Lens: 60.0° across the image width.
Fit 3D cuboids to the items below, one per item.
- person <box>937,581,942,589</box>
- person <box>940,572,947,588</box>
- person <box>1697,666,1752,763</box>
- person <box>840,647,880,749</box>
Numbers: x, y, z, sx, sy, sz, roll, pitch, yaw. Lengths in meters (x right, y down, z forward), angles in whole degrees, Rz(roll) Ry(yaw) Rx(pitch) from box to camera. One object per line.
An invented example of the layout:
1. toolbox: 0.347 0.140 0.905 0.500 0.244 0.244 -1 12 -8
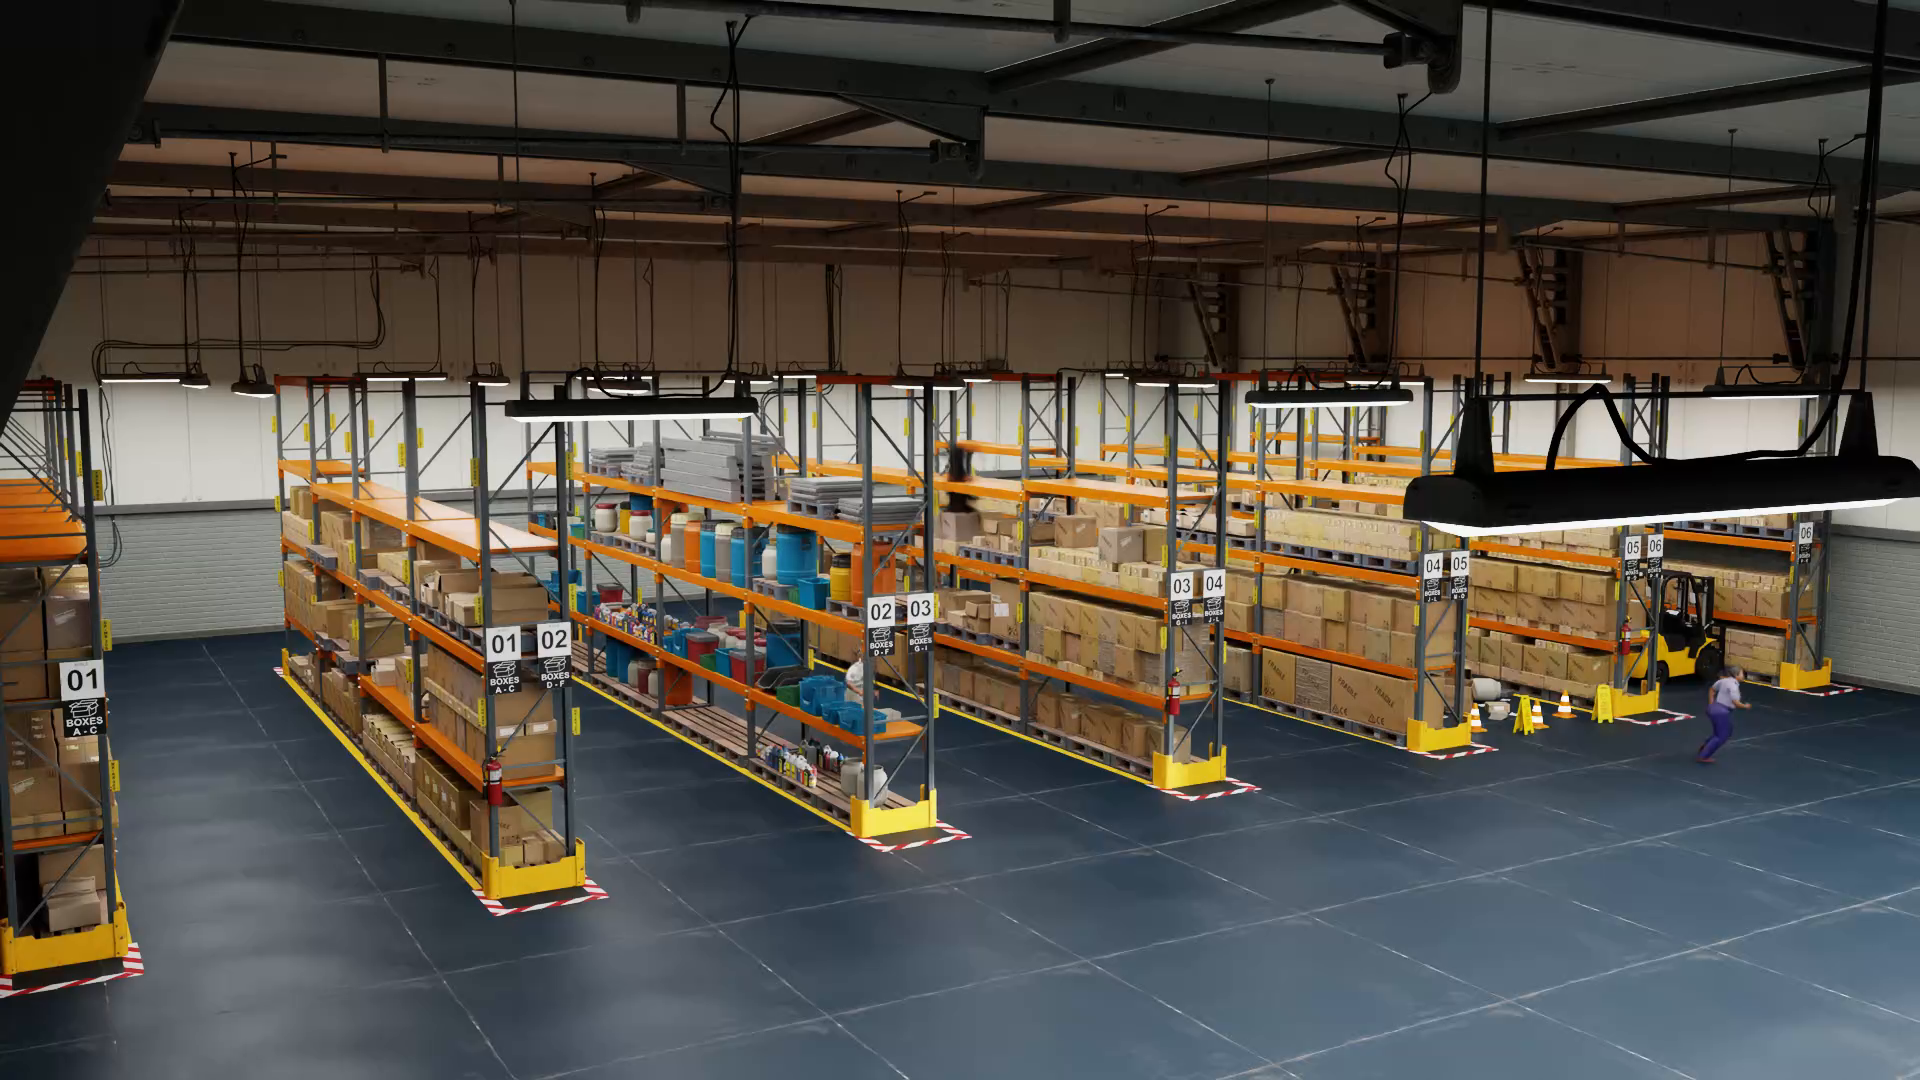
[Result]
1. person: -0.518 1.659 35.541 0.537 1.606 0.733 -3 7 -28
2. person: -0.590 0.798 42.293 0.707 1.768 0.974 6 8 41
3. person: 11.982 2.720 26.049 0.774 1.537 0.603 1 6 7
4. person: -1.669 2.542 26.944 0.700 1.726 0.662 4 7 33
